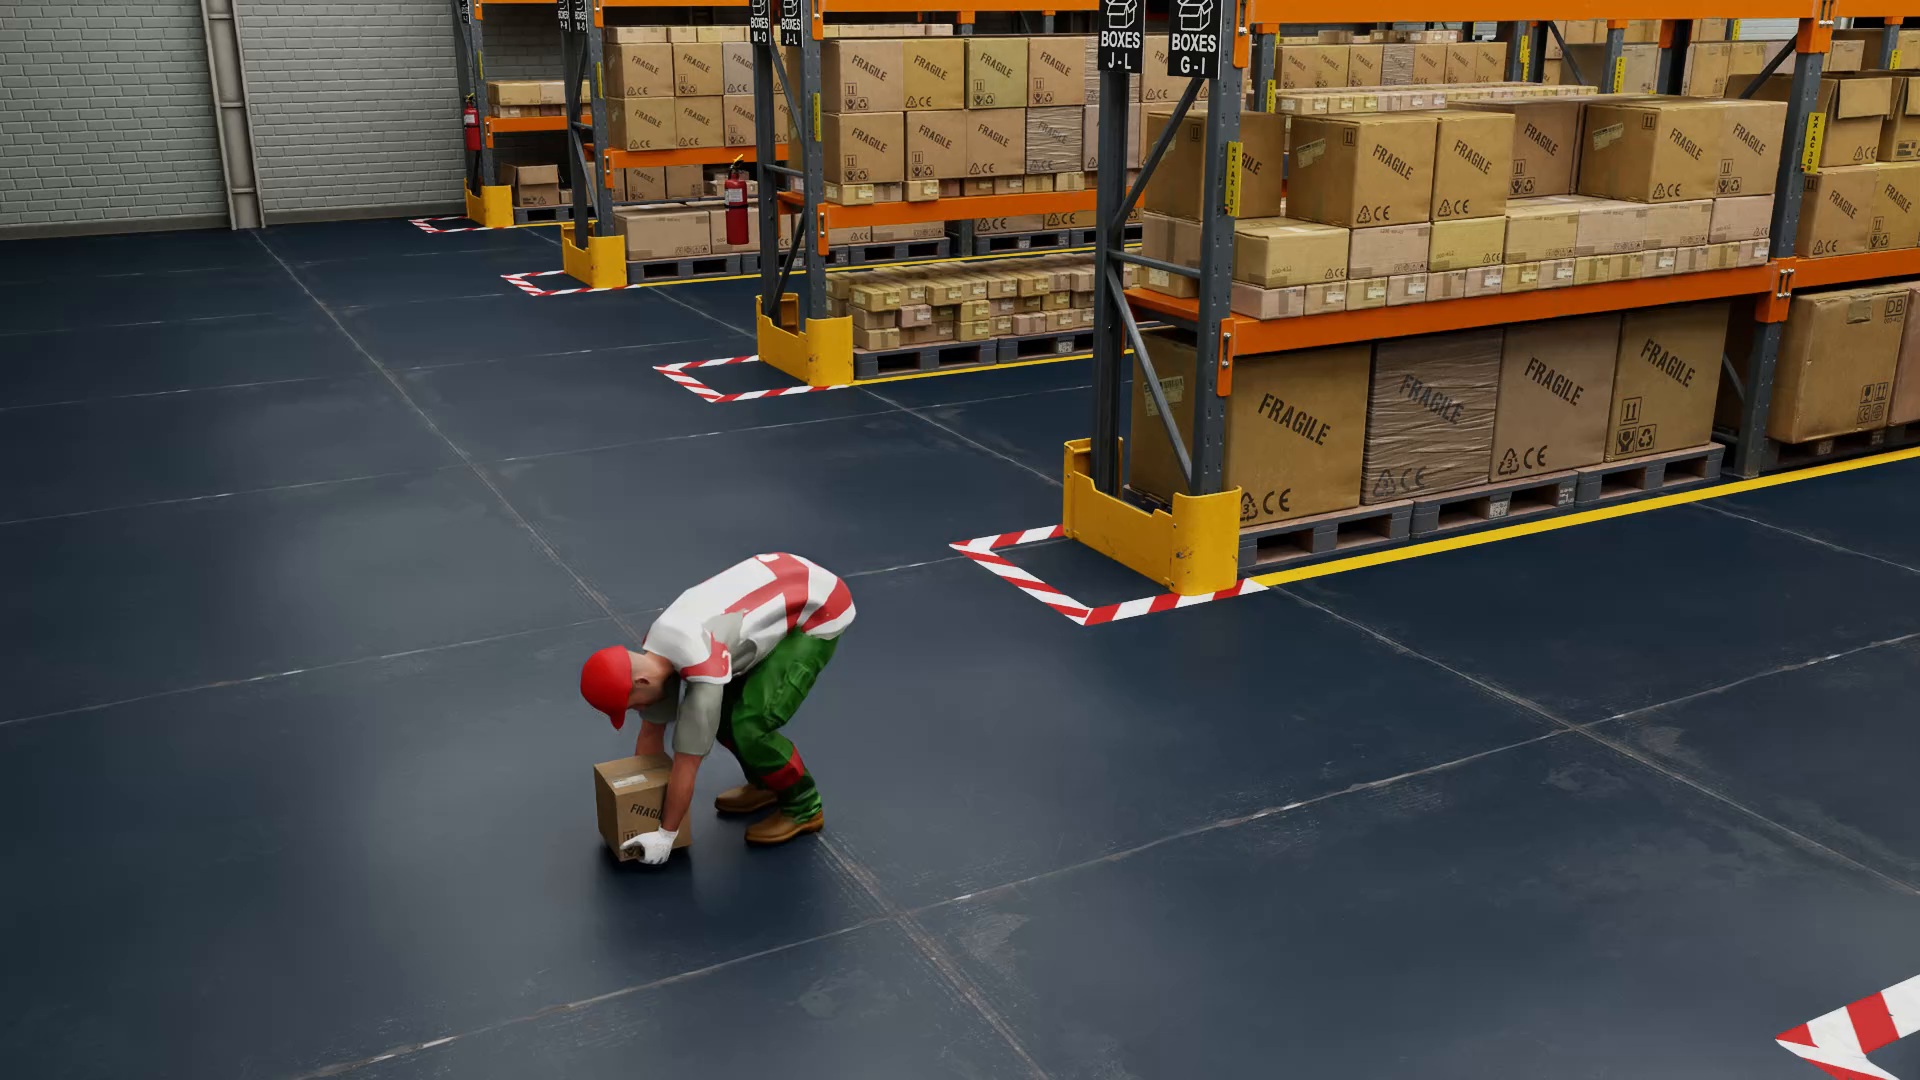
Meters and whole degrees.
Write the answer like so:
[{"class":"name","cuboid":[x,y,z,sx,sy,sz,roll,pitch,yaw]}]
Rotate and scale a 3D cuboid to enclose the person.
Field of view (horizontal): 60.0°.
[{"class":"person","cuboid":[-0.819,0.555,5.660,0.949,0.956,0.501,-11,21,-29]}]
